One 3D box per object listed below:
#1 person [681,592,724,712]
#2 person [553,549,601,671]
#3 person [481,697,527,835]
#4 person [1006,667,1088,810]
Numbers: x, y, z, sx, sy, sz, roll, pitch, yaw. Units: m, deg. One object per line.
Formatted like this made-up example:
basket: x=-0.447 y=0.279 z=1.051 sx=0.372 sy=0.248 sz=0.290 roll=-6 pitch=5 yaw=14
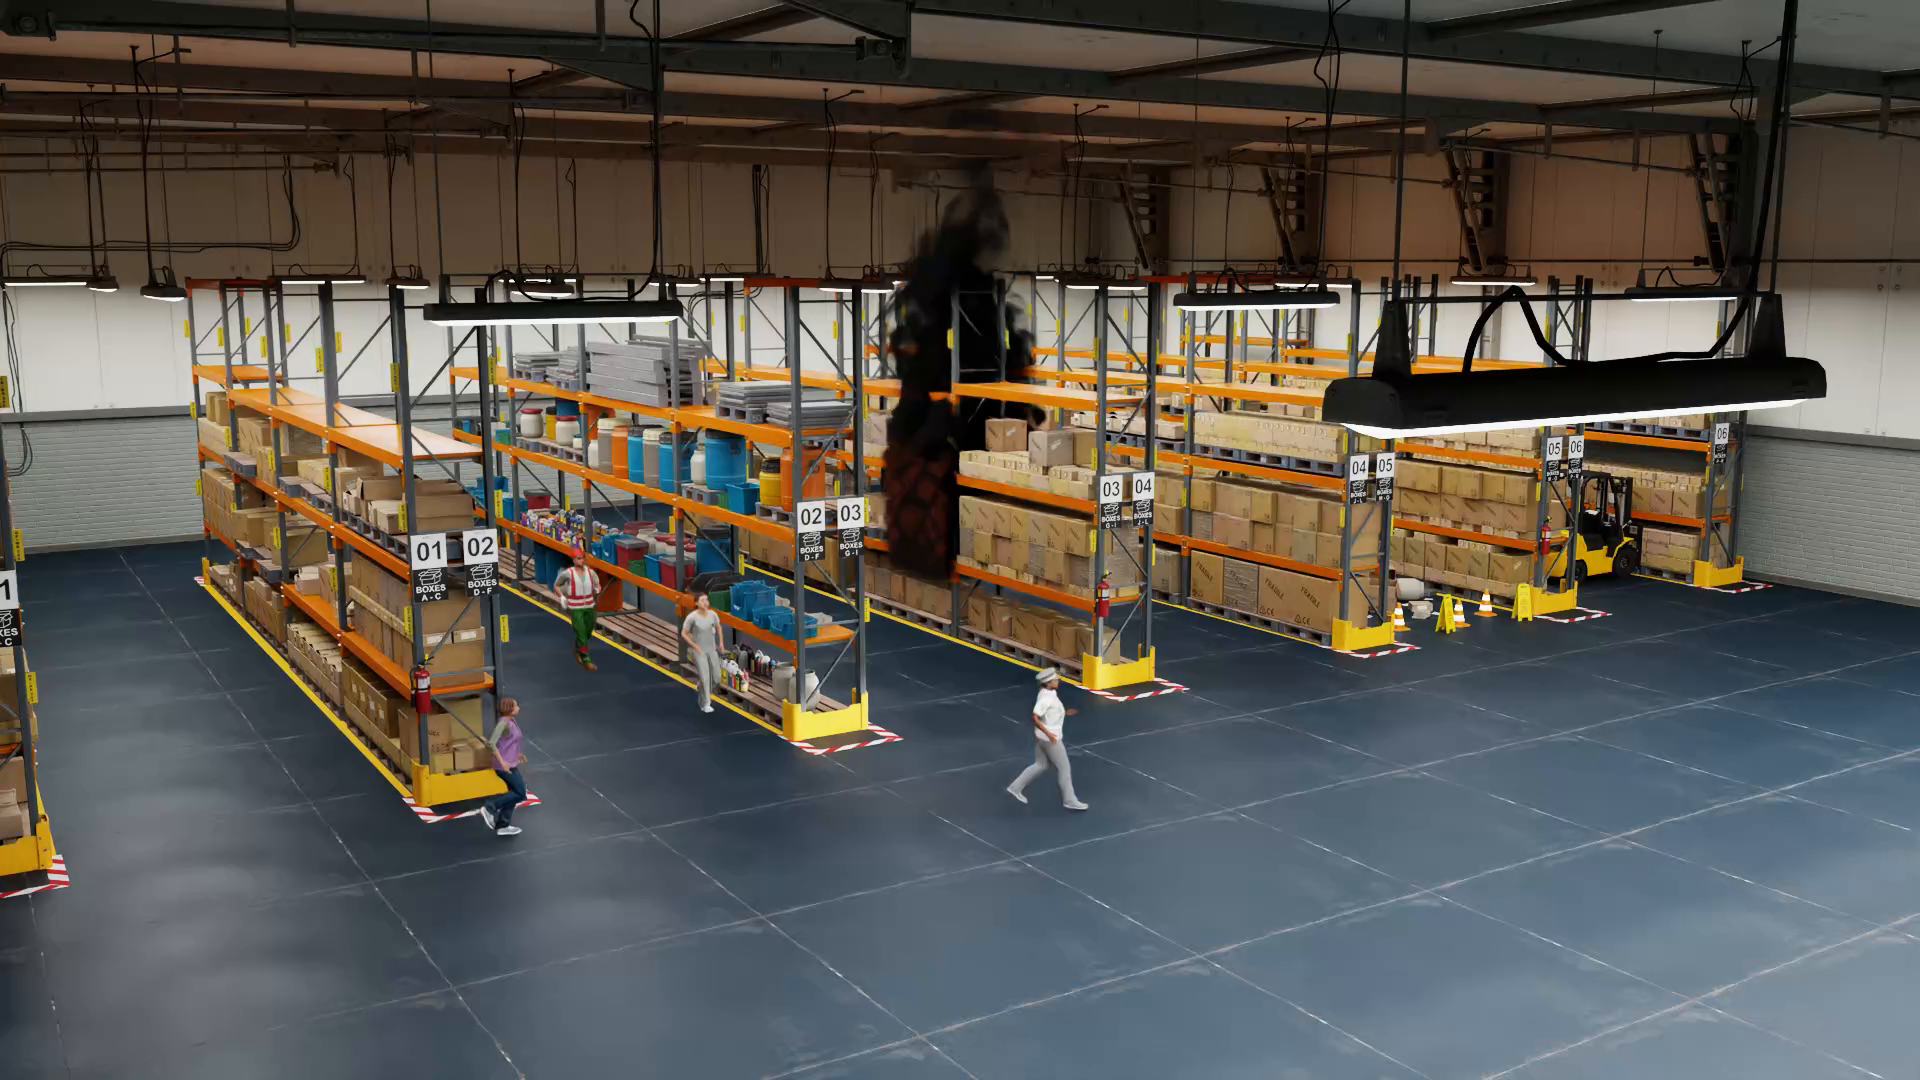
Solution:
person: x=-3.473 y=1.495 z=22.441 sx=0.609 sy=1.633 sz=0.536 roll=-7 pitch=12 yaw=-36
person: x=-5.638 y=1.028 z=24.779 sx=0.667 sy=1.798 sz=0.897 roll=-8 pitch=12 yaw=-38
person: x=-5.076 y=2.511 z=18.484 sx=0.511 sy=1.532 sz=0.550 roll=-2 pitch=10 yaw=-9
person: x=1.018 y=2.288 z=19.188 sx=0.941 sy=1.684 sz=0.574 roll=-1 pitch=10 yaw=-8
